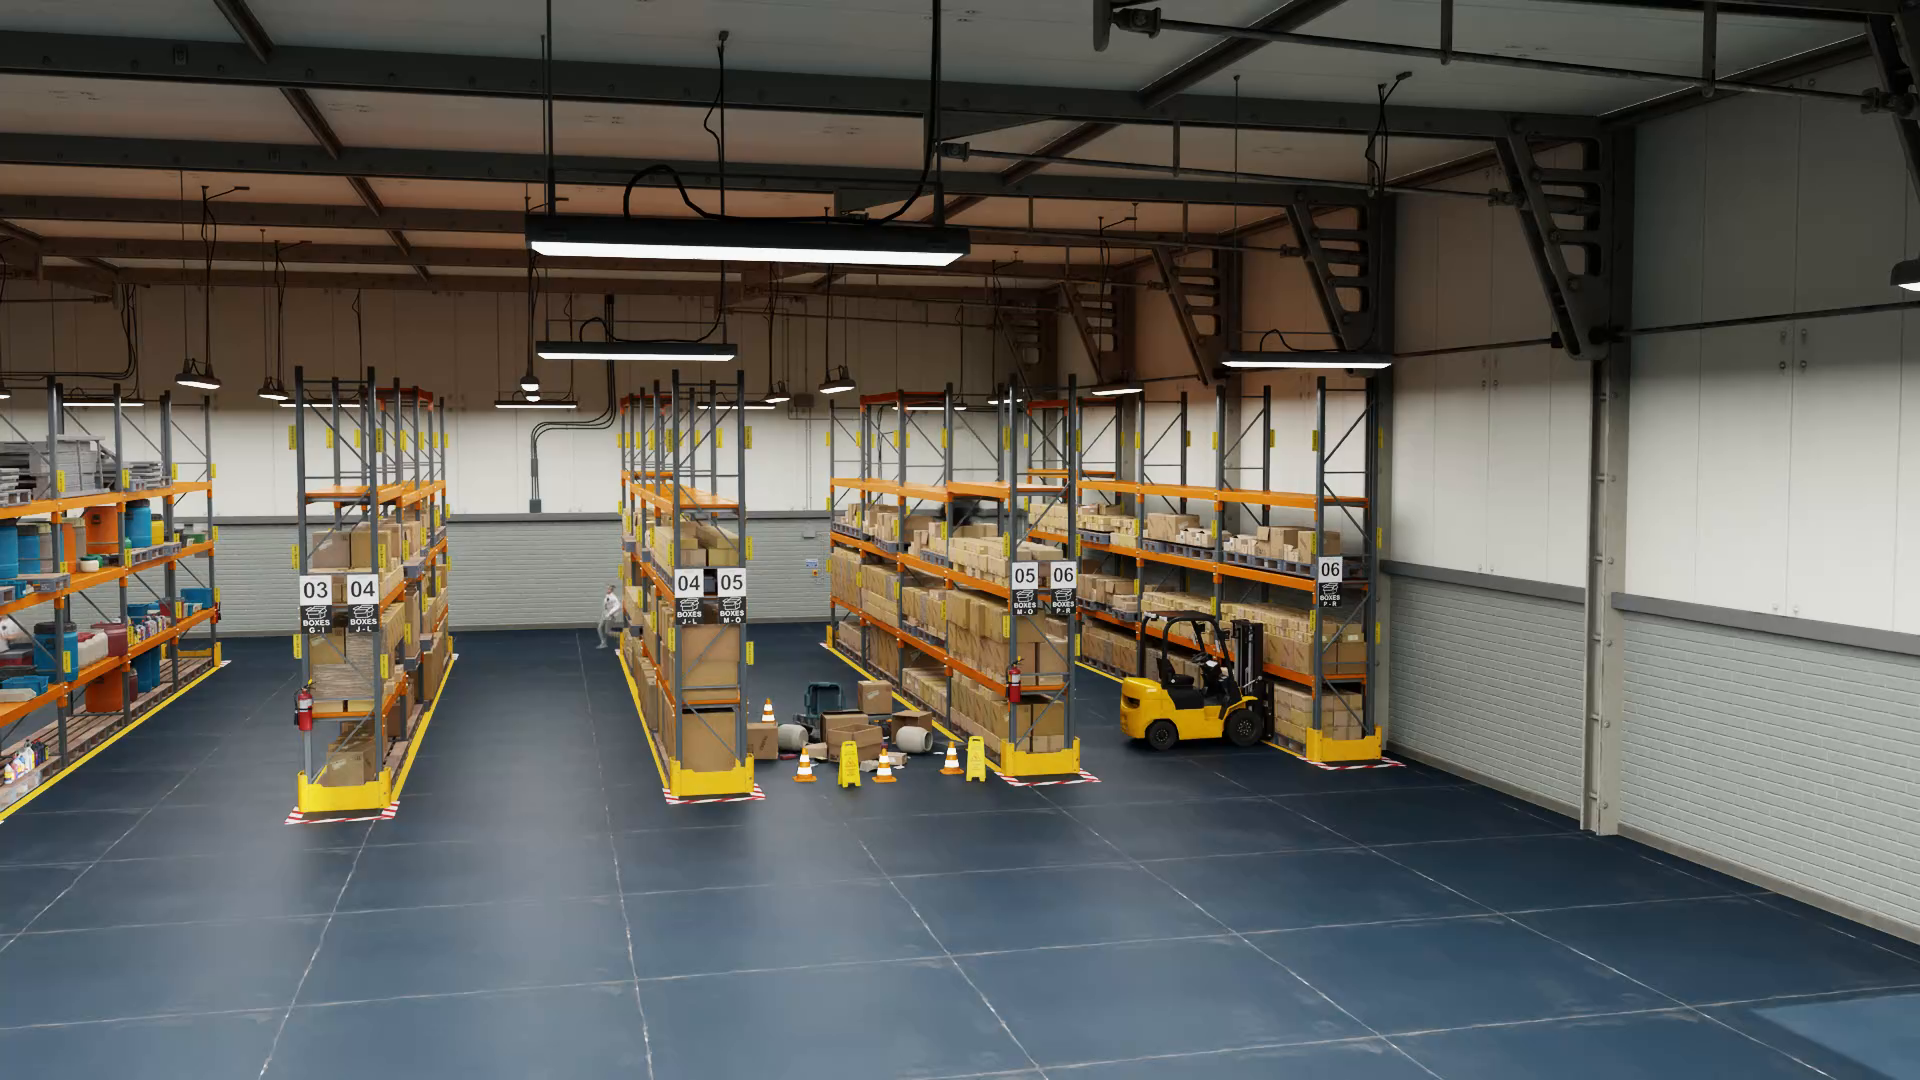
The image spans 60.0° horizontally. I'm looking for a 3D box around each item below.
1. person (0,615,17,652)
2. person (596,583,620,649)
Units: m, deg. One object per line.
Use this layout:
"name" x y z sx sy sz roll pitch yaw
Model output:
"person" -18.720 2.169 32.367 0.669 1.758 0.980 -2 4 -25
"person" -8.358 1.829 40.015 0.667 1.614 0.676 -2 4 -33
